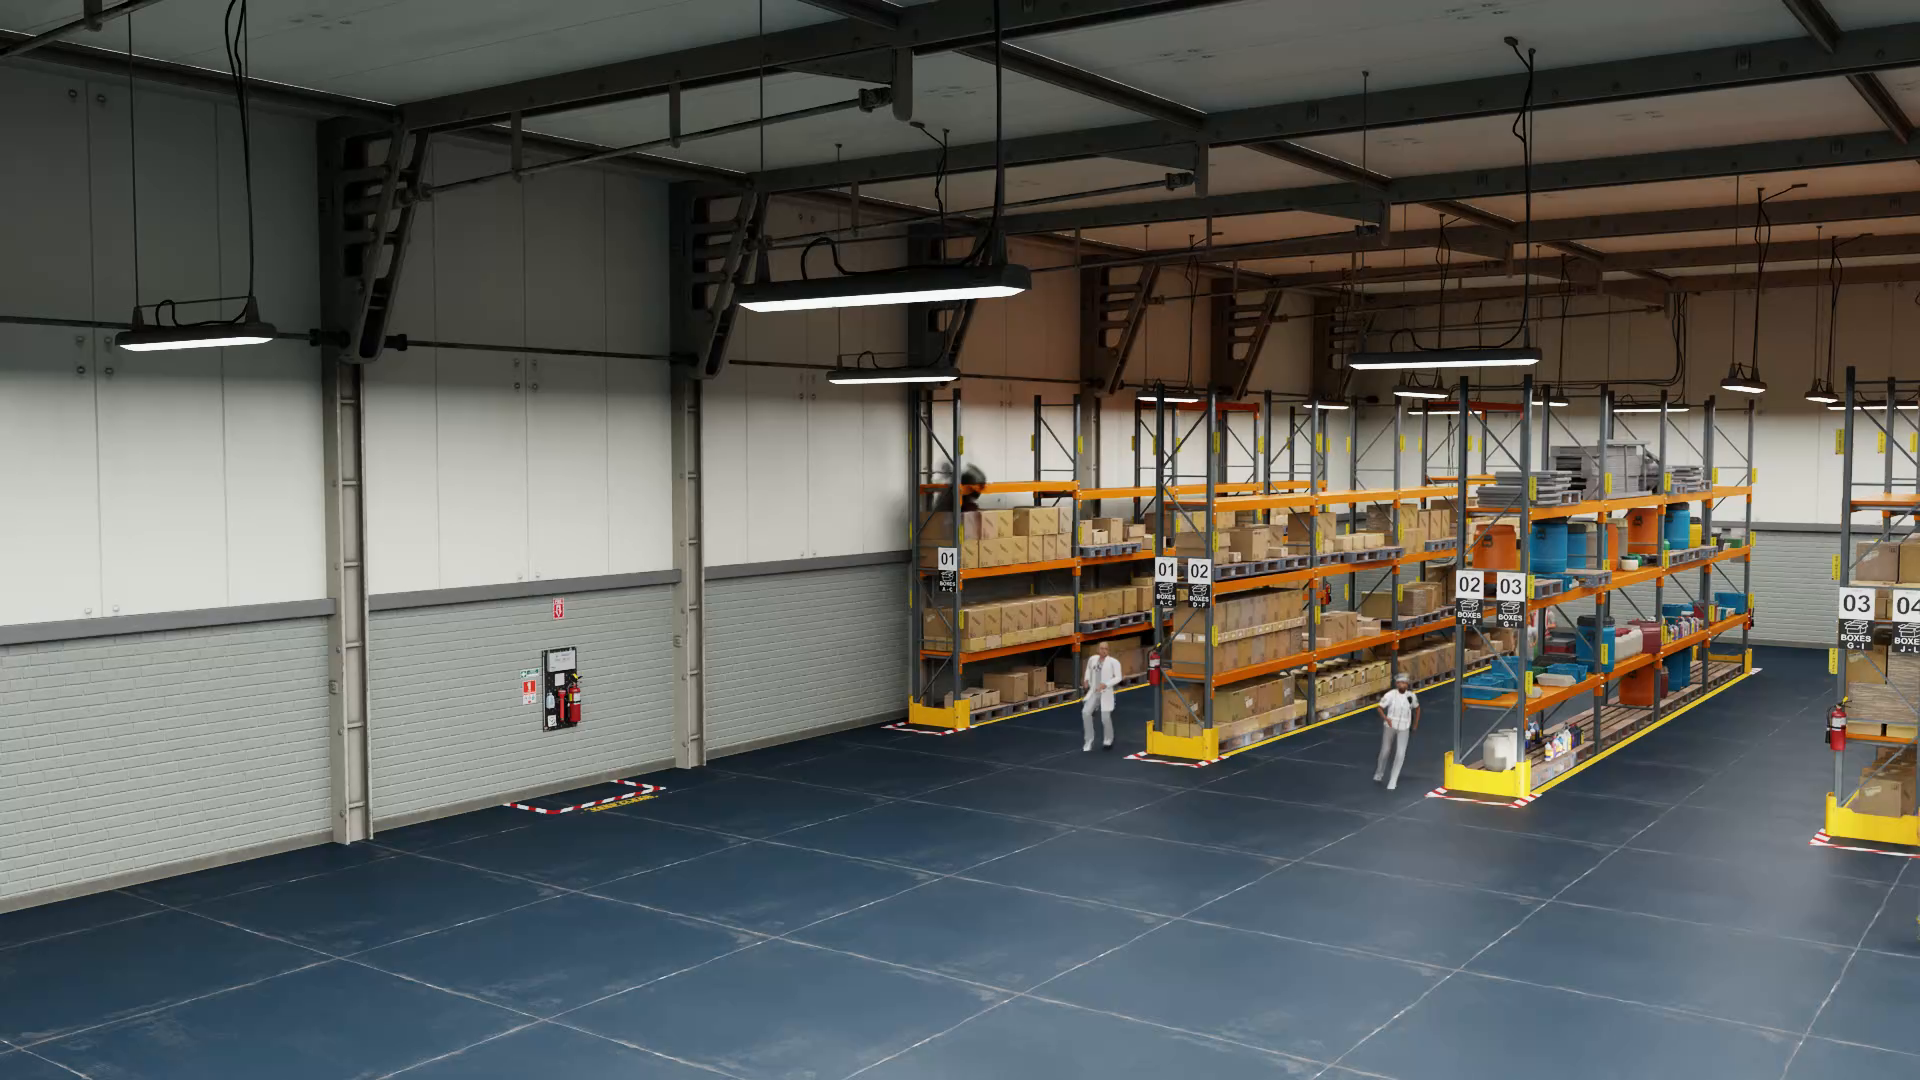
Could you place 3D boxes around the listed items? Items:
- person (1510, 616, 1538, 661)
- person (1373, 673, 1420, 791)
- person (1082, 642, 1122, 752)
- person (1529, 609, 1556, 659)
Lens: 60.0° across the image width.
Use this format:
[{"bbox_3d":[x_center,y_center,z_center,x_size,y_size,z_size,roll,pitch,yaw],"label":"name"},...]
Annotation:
[{"bbox_3d":[11.330,2.281,33.366,0.575,1.635,0.802,2,4,25],"label":"person"},{"bbox_3d":[6.419,2.791,24.389,0.660,1.714,0.686,1,3,10],"label":"person"},{"bbox_3d":[2.341,2.573,27.361,0.714,1.818,0.749,2,4,27],"label":"person"},{"bbox_3d":[12.287,2.104,35.220,0.642,1.827,0.747,1,4,22],"label":"person"}]
